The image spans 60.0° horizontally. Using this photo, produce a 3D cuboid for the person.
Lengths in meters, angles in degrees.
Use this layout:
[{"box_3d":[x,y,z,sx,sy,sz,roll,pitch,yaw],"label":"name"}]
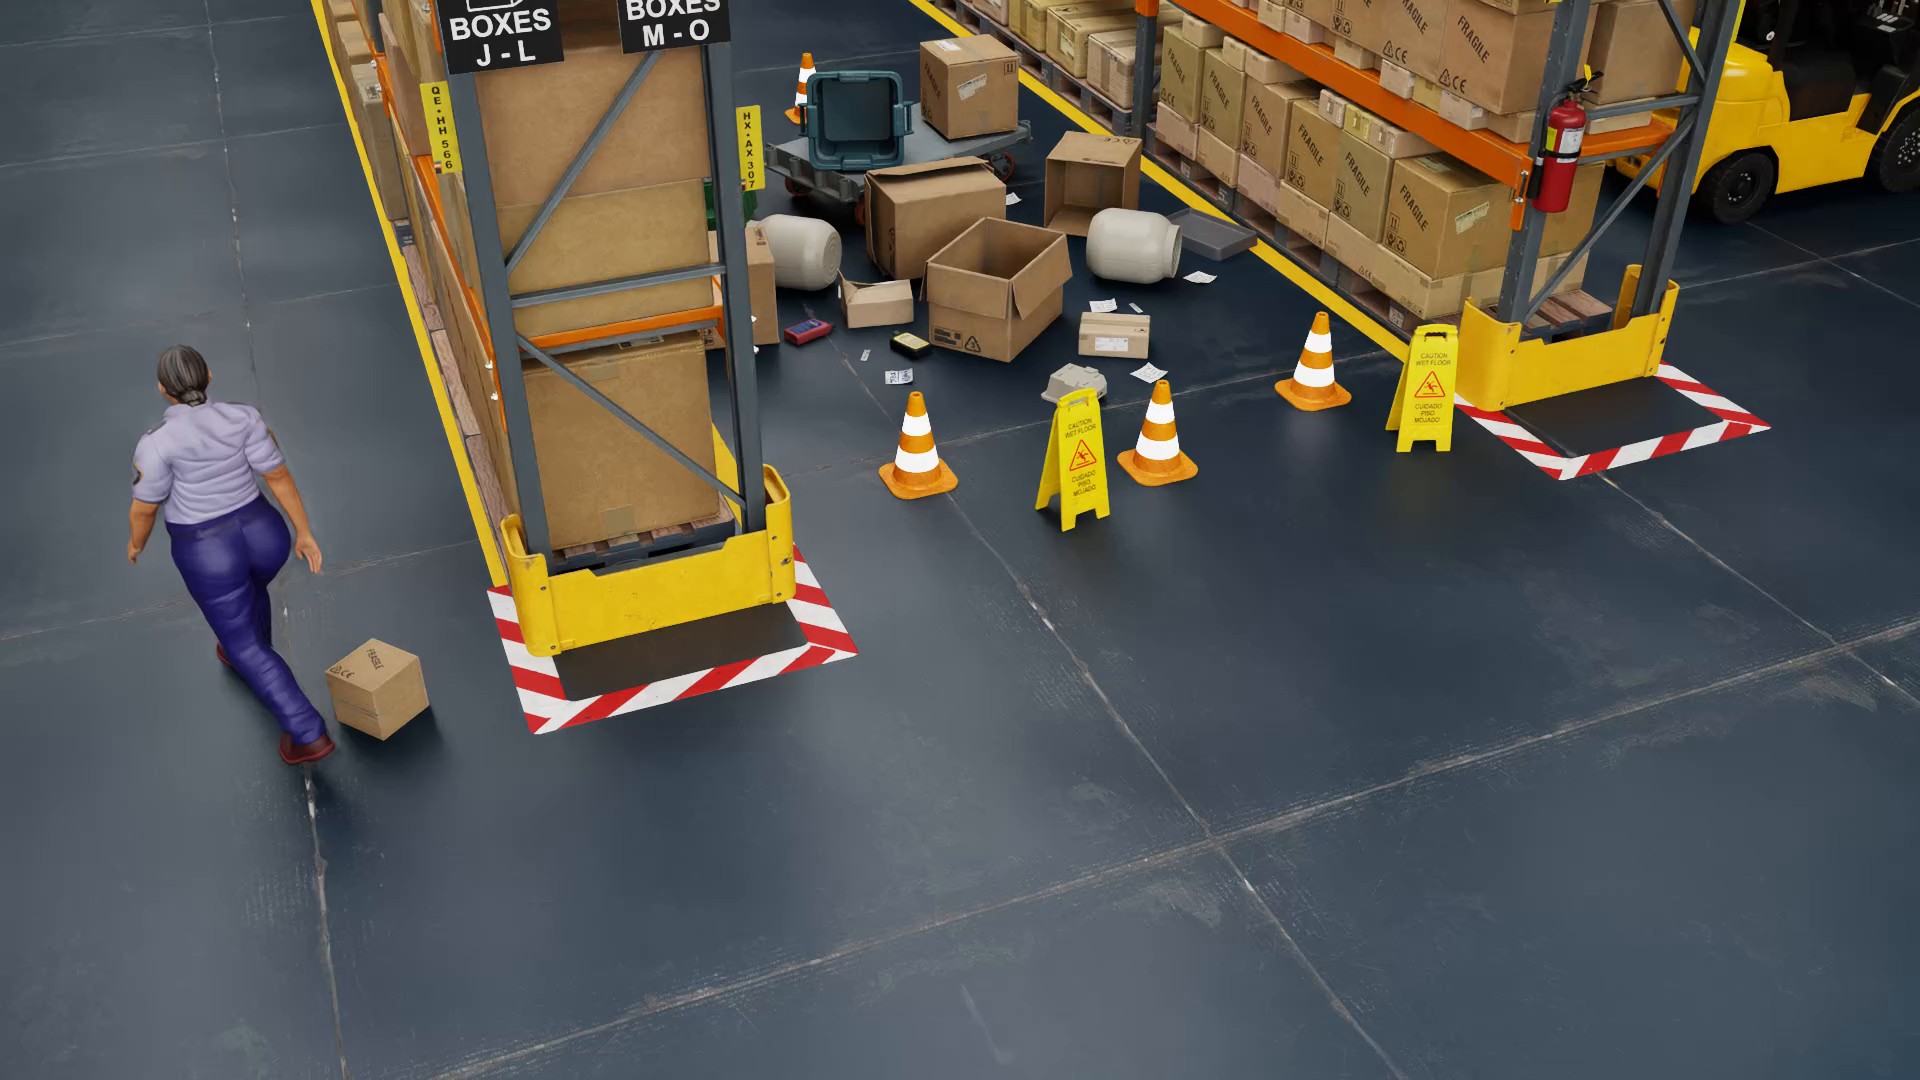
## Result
[{"box_3d":[-2.688,0.024,6.128,1.068,1.587,0.522,25,41,32],"label":"person"}]
